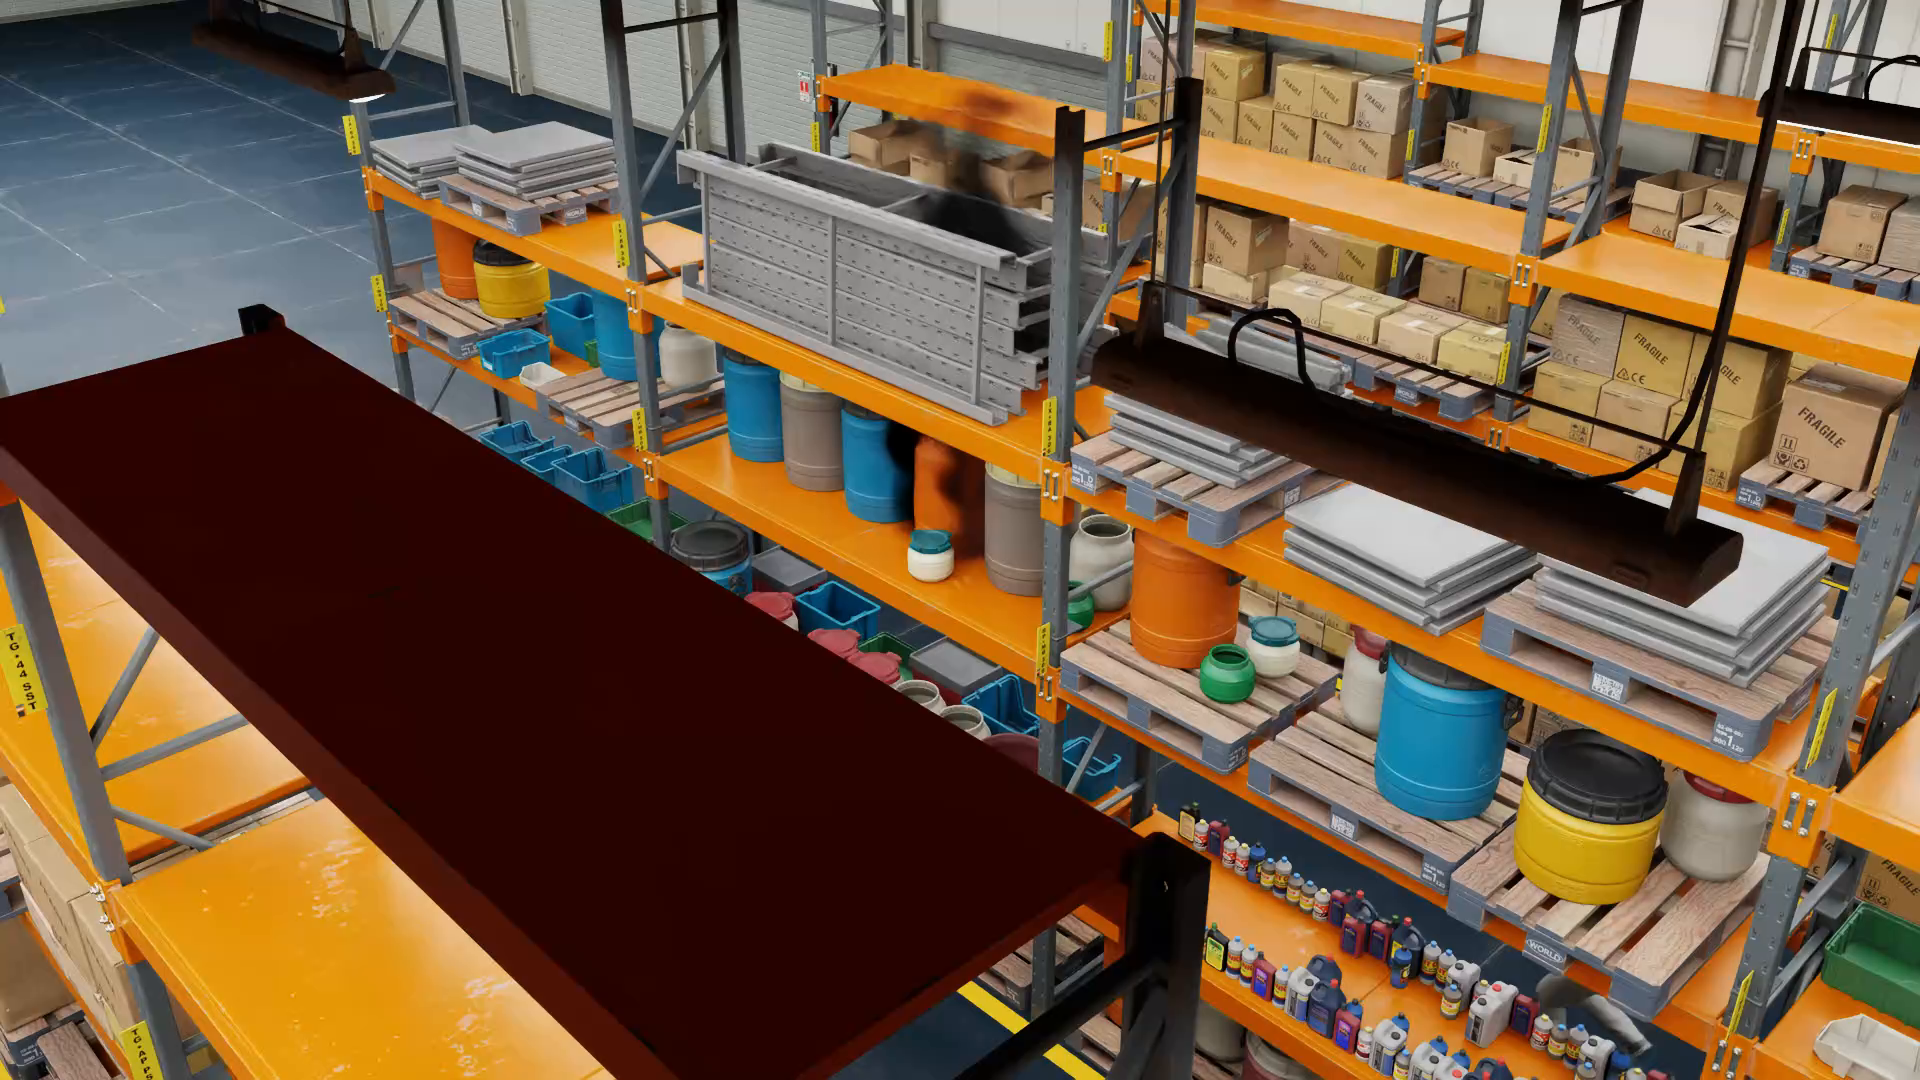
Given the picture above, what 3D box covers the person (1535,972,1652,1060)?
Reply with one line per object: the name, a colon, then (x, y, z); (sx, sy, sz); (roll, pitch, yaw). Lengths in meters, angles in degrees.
person: (3.911, 2.582, 10.194); (0.782, 1.740, 0.674); (23, 36, 36)
